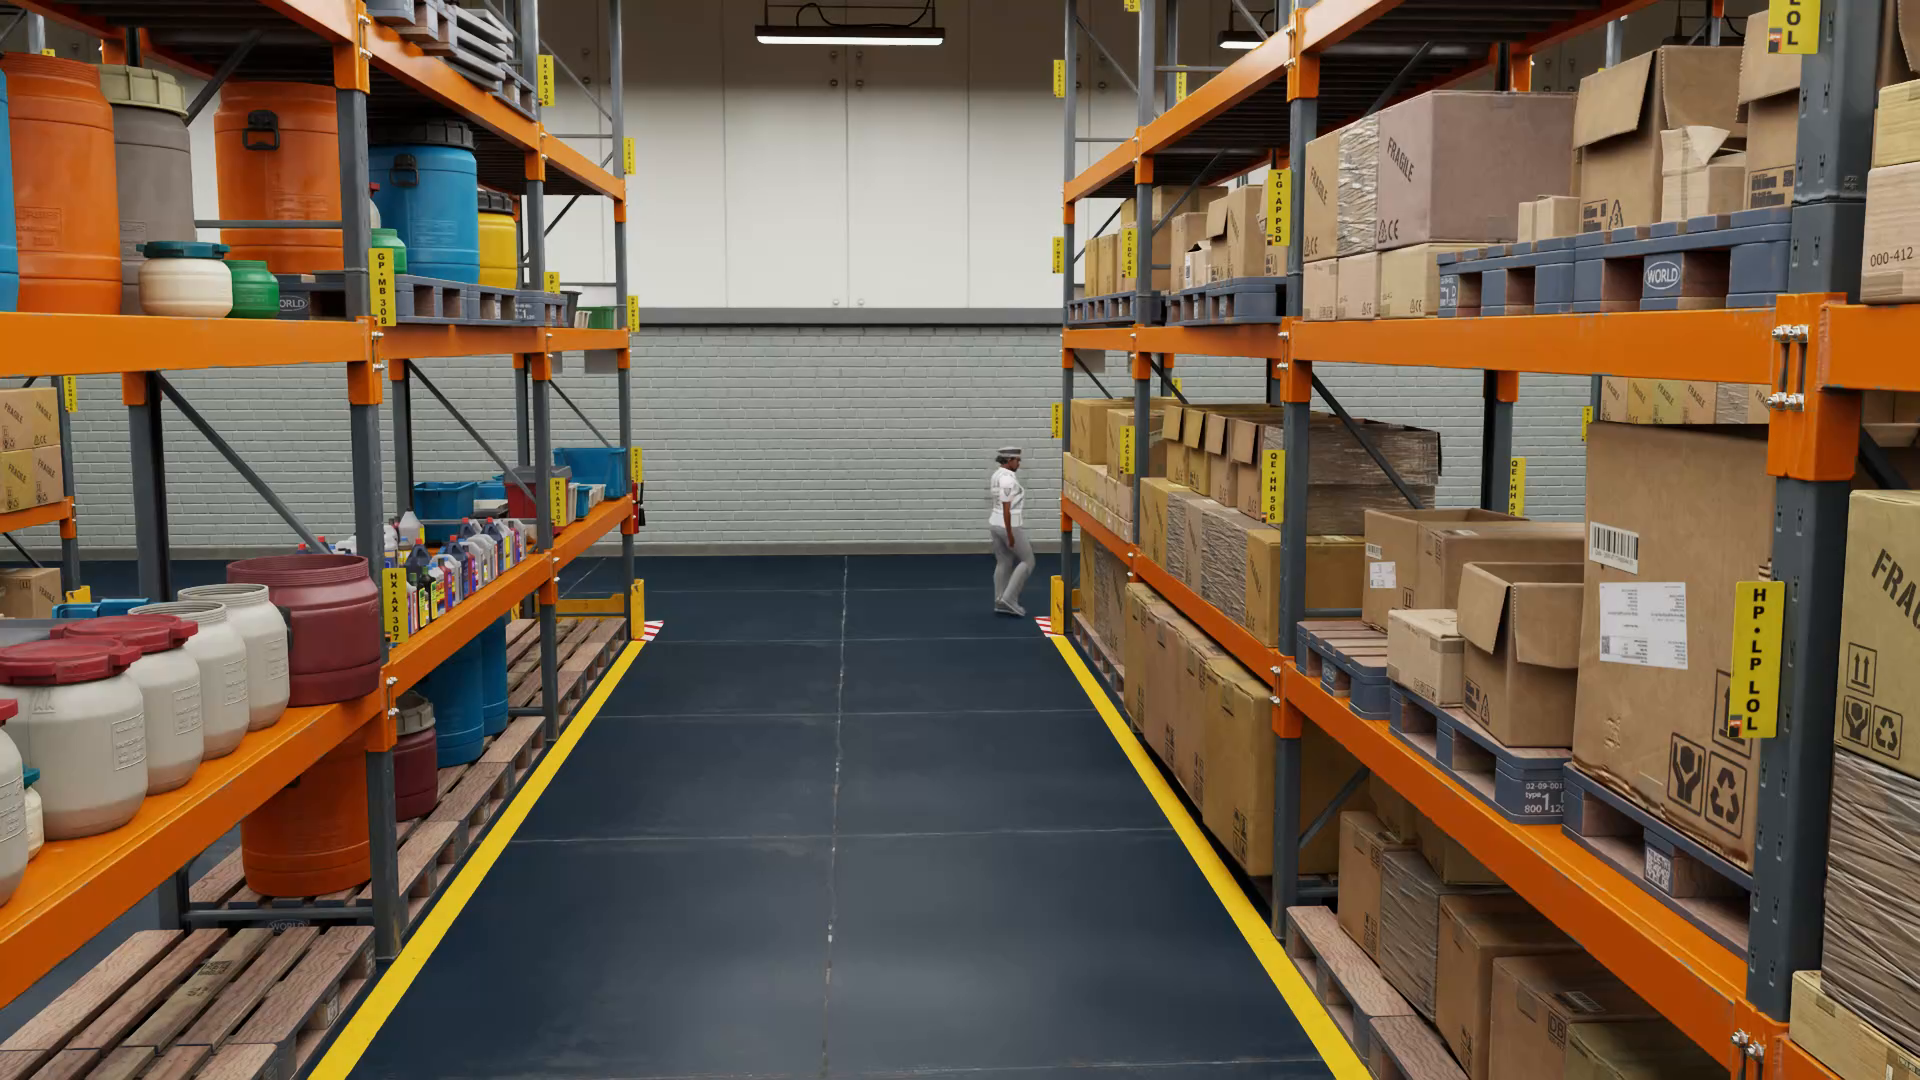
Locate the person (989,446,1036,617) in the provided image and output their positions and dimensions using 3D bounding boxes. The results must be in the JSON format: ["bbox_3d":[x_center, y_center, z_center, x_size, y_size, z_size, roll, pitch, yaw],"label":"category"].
[{"bbox_3d":[0.510,-0.092,16.495,0.430,1.677,0.473,-2,7,-14],"label":"person"}]
